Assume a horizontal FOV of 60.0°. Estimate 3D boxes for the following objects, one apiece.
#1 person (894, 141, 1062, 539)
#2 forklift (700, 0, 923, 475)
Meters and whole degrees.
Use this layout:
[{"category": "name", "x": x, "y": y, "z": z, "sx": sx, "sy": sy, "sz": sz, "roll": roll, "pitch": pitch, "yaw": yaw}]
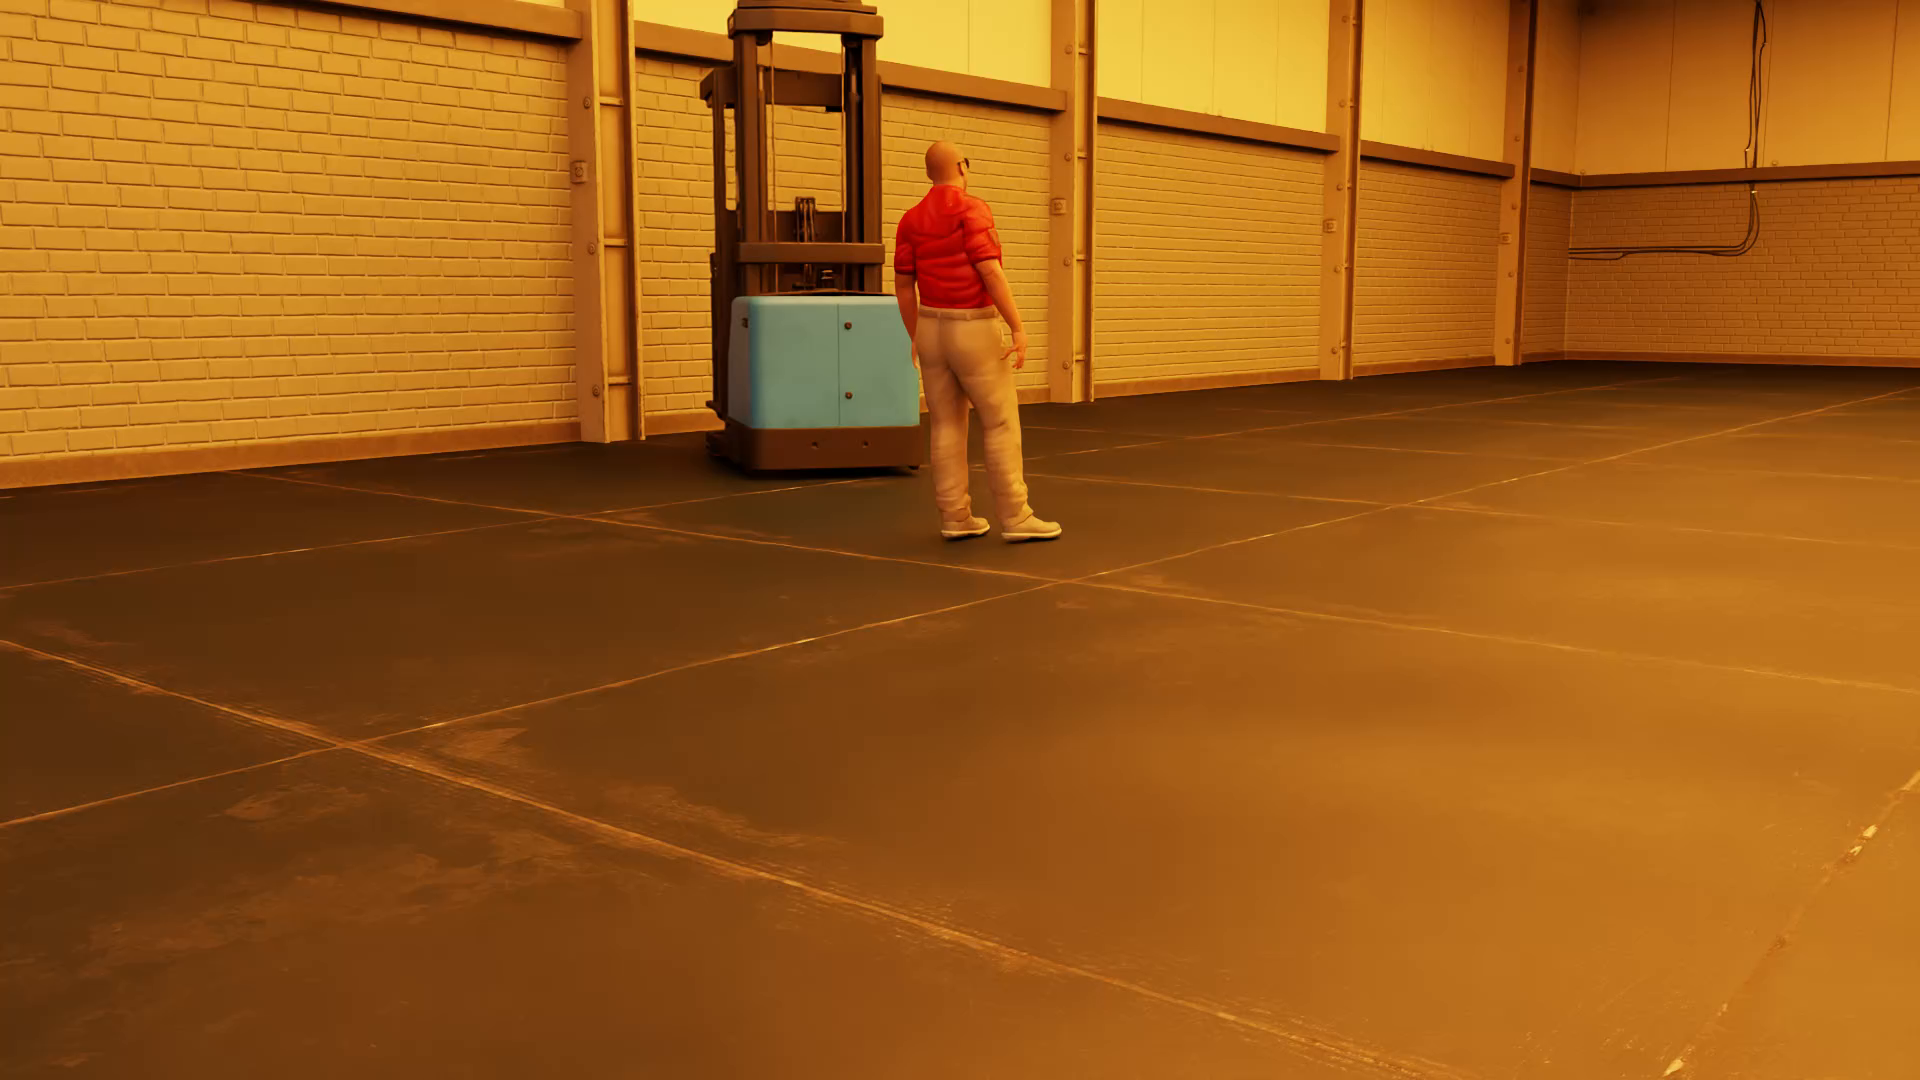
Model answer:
[{"category": "person", "x": 0.066, "y": -0.871, "z": 7.340, "sx": 0.640, "sy": 1.727, "sz": 0.551, "roll": 7, "pitch": 11, "yaw": 38}, {"category": "forklift", "x": -1.112, "y": -2.014, "z": 11.046, "sx": 1.130, "sy": 2.935, "sz": 3.031, "roll": -2, "pitch": 9, "yaw": -15}]
